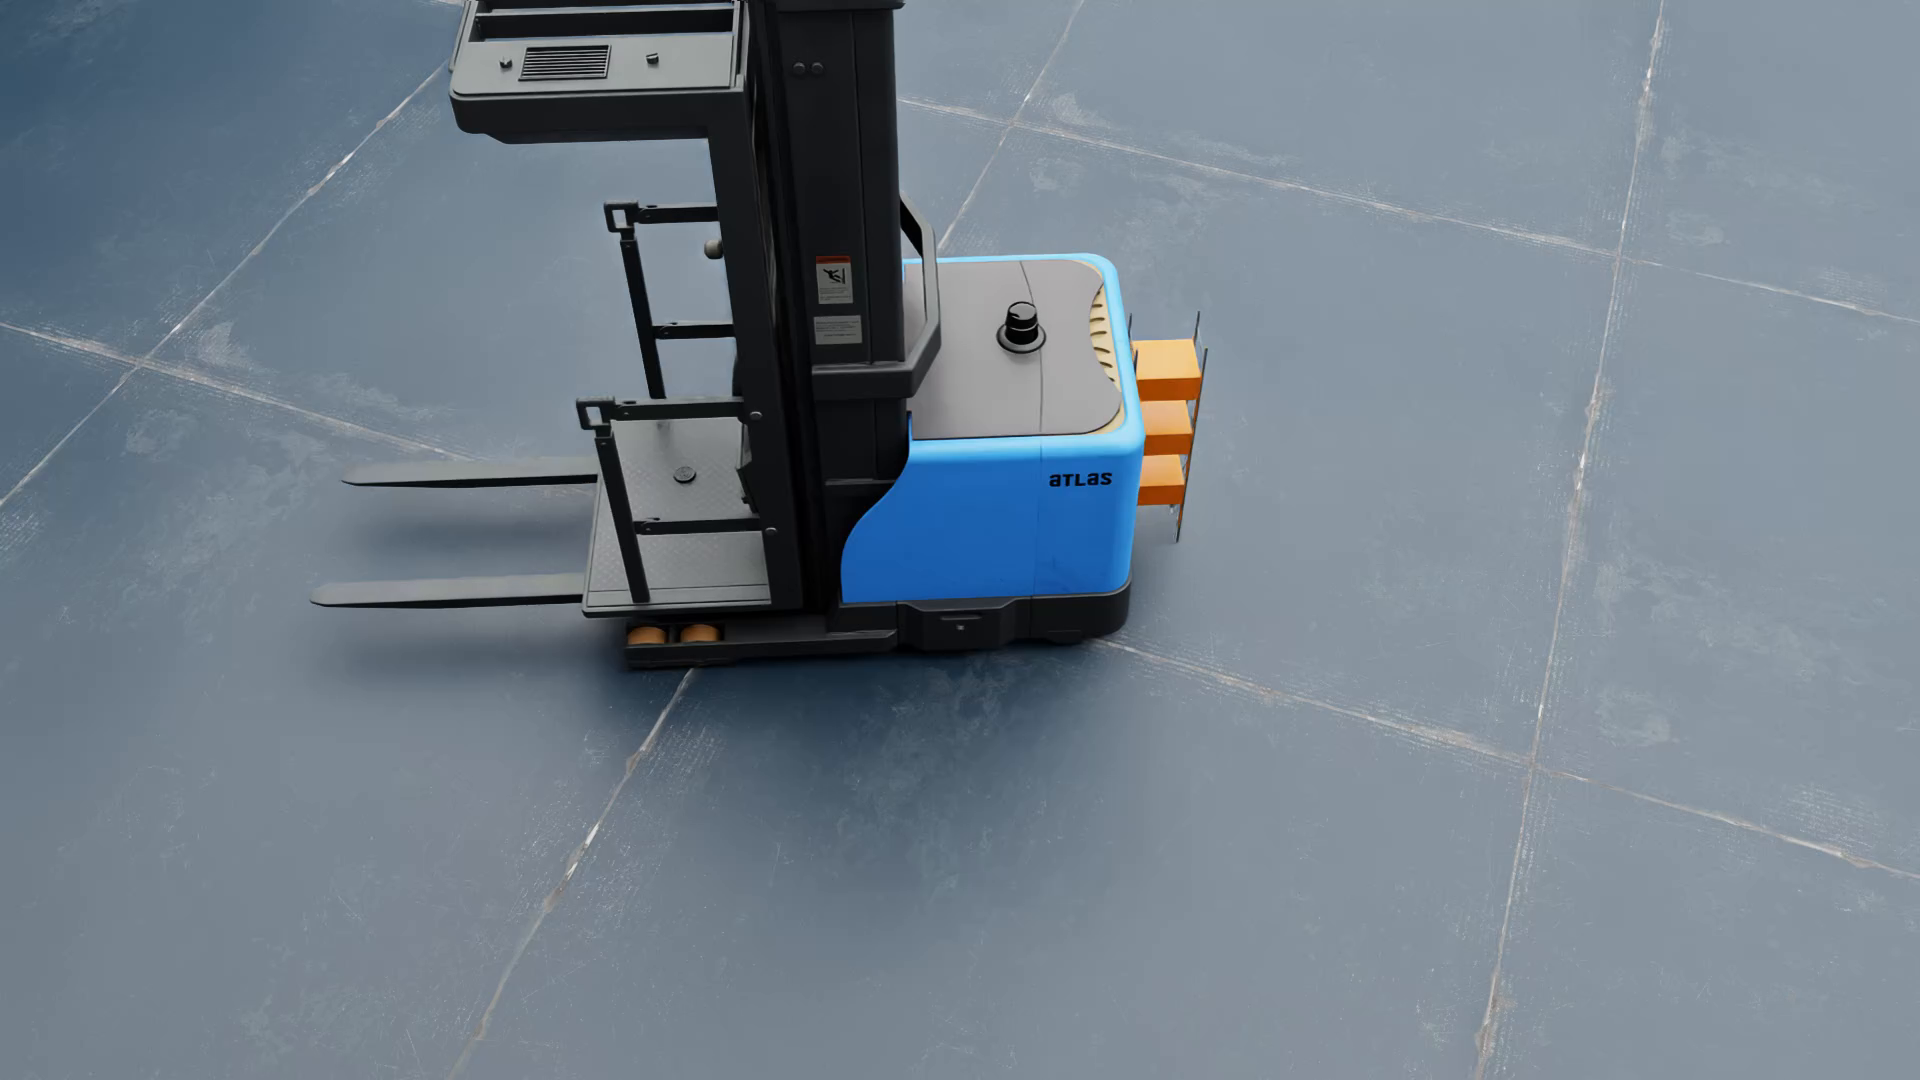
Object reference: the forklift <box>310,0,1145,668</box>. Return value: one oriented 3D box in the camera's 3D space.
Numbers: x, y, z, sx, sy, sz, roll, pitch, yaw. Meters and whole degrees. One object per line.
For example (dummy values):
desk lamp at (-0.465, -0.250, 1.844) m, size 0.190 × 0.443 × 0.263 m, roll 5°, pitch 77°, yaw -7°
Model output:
forklift at (-0.902, -0.897, 5.454) m, size 3.031 × 2.935 × 1.130 m, roll -2°, pitch 49°, yaw -2°

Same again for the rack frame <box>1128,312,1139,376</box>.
rack frame at (0.615, -0.394, 6.264) m, size 0.008 × 1.050 × 0.200 m, roll -2°, pitch 49°, yaw -2°

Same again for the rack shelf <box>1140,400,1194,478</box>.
rack shelf at (0.737, -0.392, 6.276) m, size 0.240 × 0.259 × 0.215 m, roll -2°, pitch 49°, yaw -2°

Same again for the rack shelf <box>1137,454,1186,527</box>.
rack shelf at (0.737, -0.210, 6.486) m, size 0.240 × 0.259 × 0.215 m, roll -2°, pitch 49°, yaw -2°

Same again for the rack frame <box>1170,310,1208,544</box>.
rack frame at (0.858, -0.404, 6.272) m, size 0.008 × 1.050 × 0.200 m, roll -2°, pitch 49°, yaw -2°

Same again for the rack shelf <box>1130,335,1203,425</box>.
rack shelf at (0.737, -0.578, 6.061) m, size 0.240 × 0.259 × 0.215 m, roll -2°, pitch 49°, yaw -2°

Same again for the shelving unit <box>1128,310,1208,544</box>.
shelving unit at (0.737, -0.399, 6.268) m, size 0.252 × 1.050 × 0.215 m, roll -2°, pitch 49°, yaw -2°
